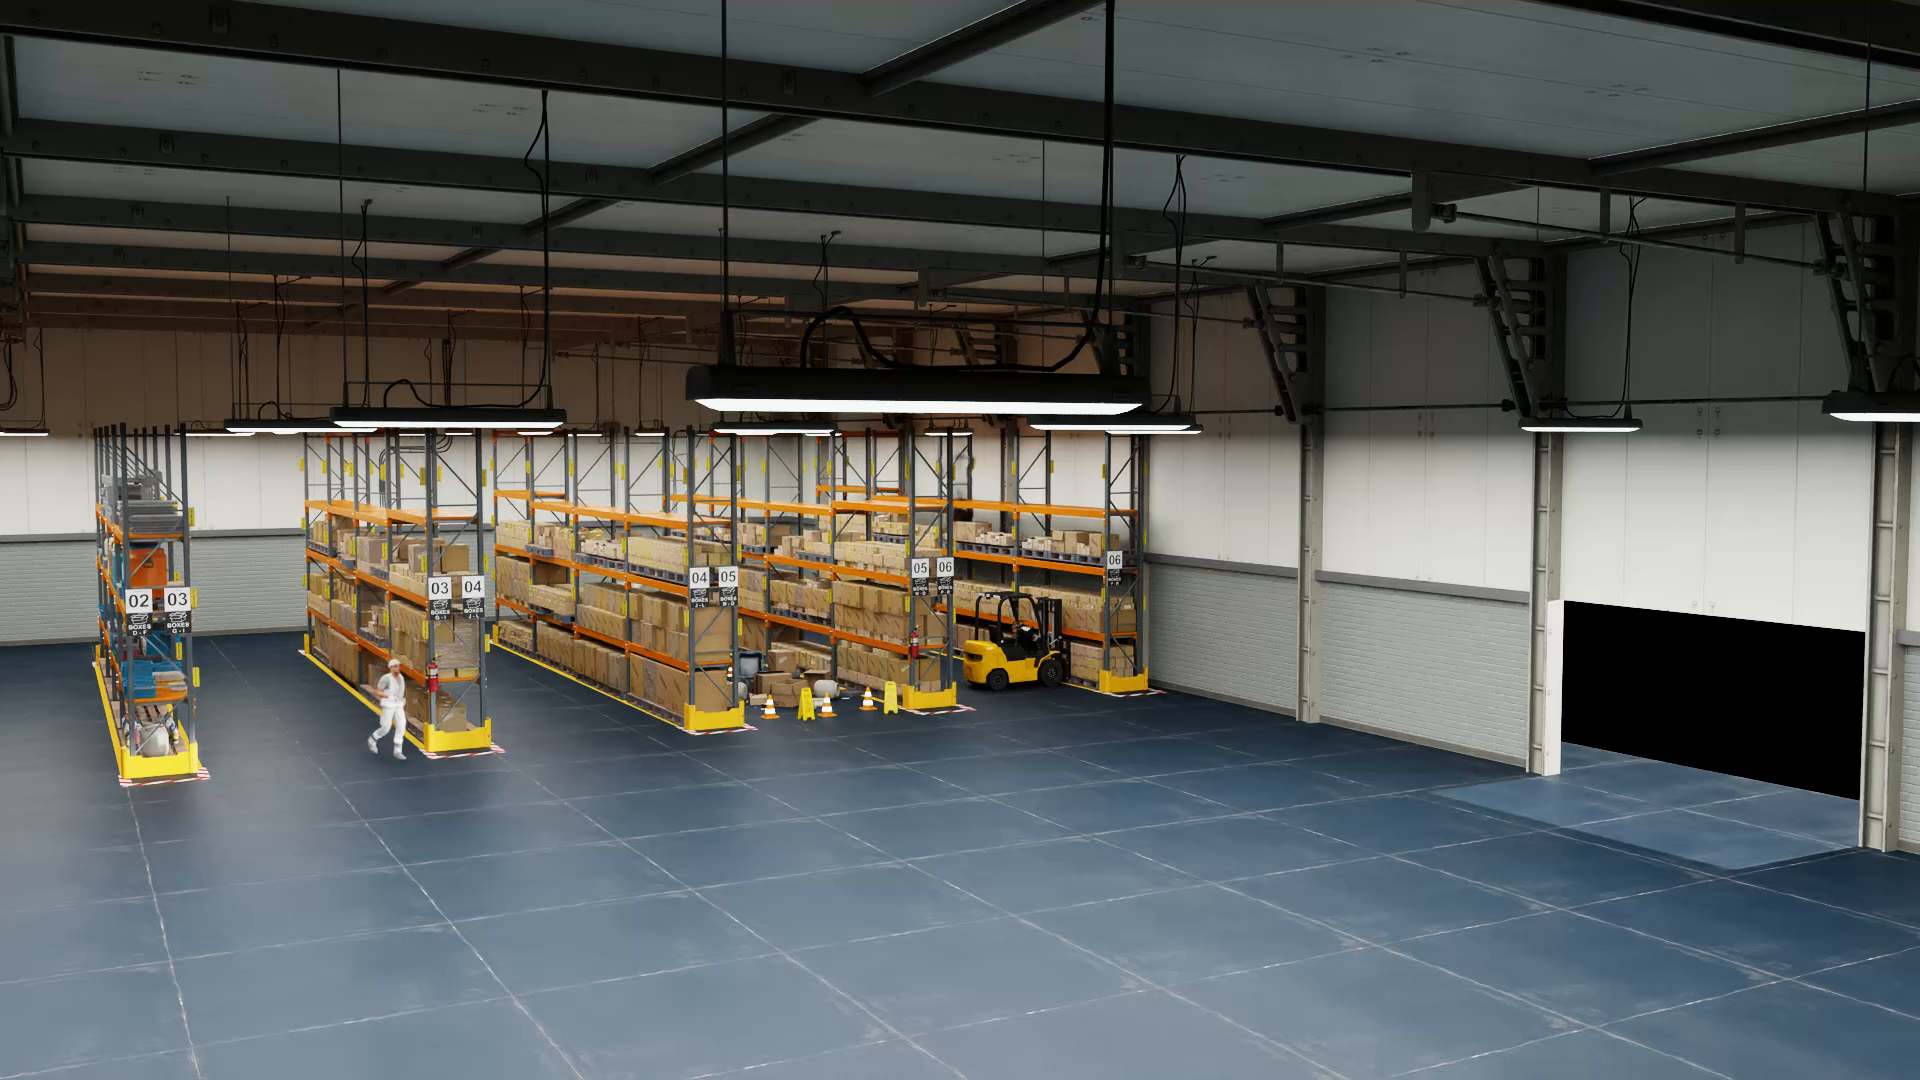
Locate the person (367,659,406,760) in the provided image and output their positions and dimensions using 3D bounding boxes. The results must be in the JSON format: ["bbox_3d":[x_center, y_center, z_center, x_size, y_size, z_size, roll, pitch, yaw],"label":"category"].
[{"bbox_3d":[-10.239,3.022,29.891,0.911,1.785,0.663,2,4,32],"label":"person"}]

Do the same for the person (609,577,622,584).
[{"bbox_3d":[-10.404,1.844,49.704,0.726,1.840,0.639,-2,4,-26],"label":"person"}]

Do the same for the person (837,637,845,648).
[{"bbox_3d":[-3.134,2.218,43.347,0.660,1.792,0.656,-2,4,-28],"label":"person"}]
